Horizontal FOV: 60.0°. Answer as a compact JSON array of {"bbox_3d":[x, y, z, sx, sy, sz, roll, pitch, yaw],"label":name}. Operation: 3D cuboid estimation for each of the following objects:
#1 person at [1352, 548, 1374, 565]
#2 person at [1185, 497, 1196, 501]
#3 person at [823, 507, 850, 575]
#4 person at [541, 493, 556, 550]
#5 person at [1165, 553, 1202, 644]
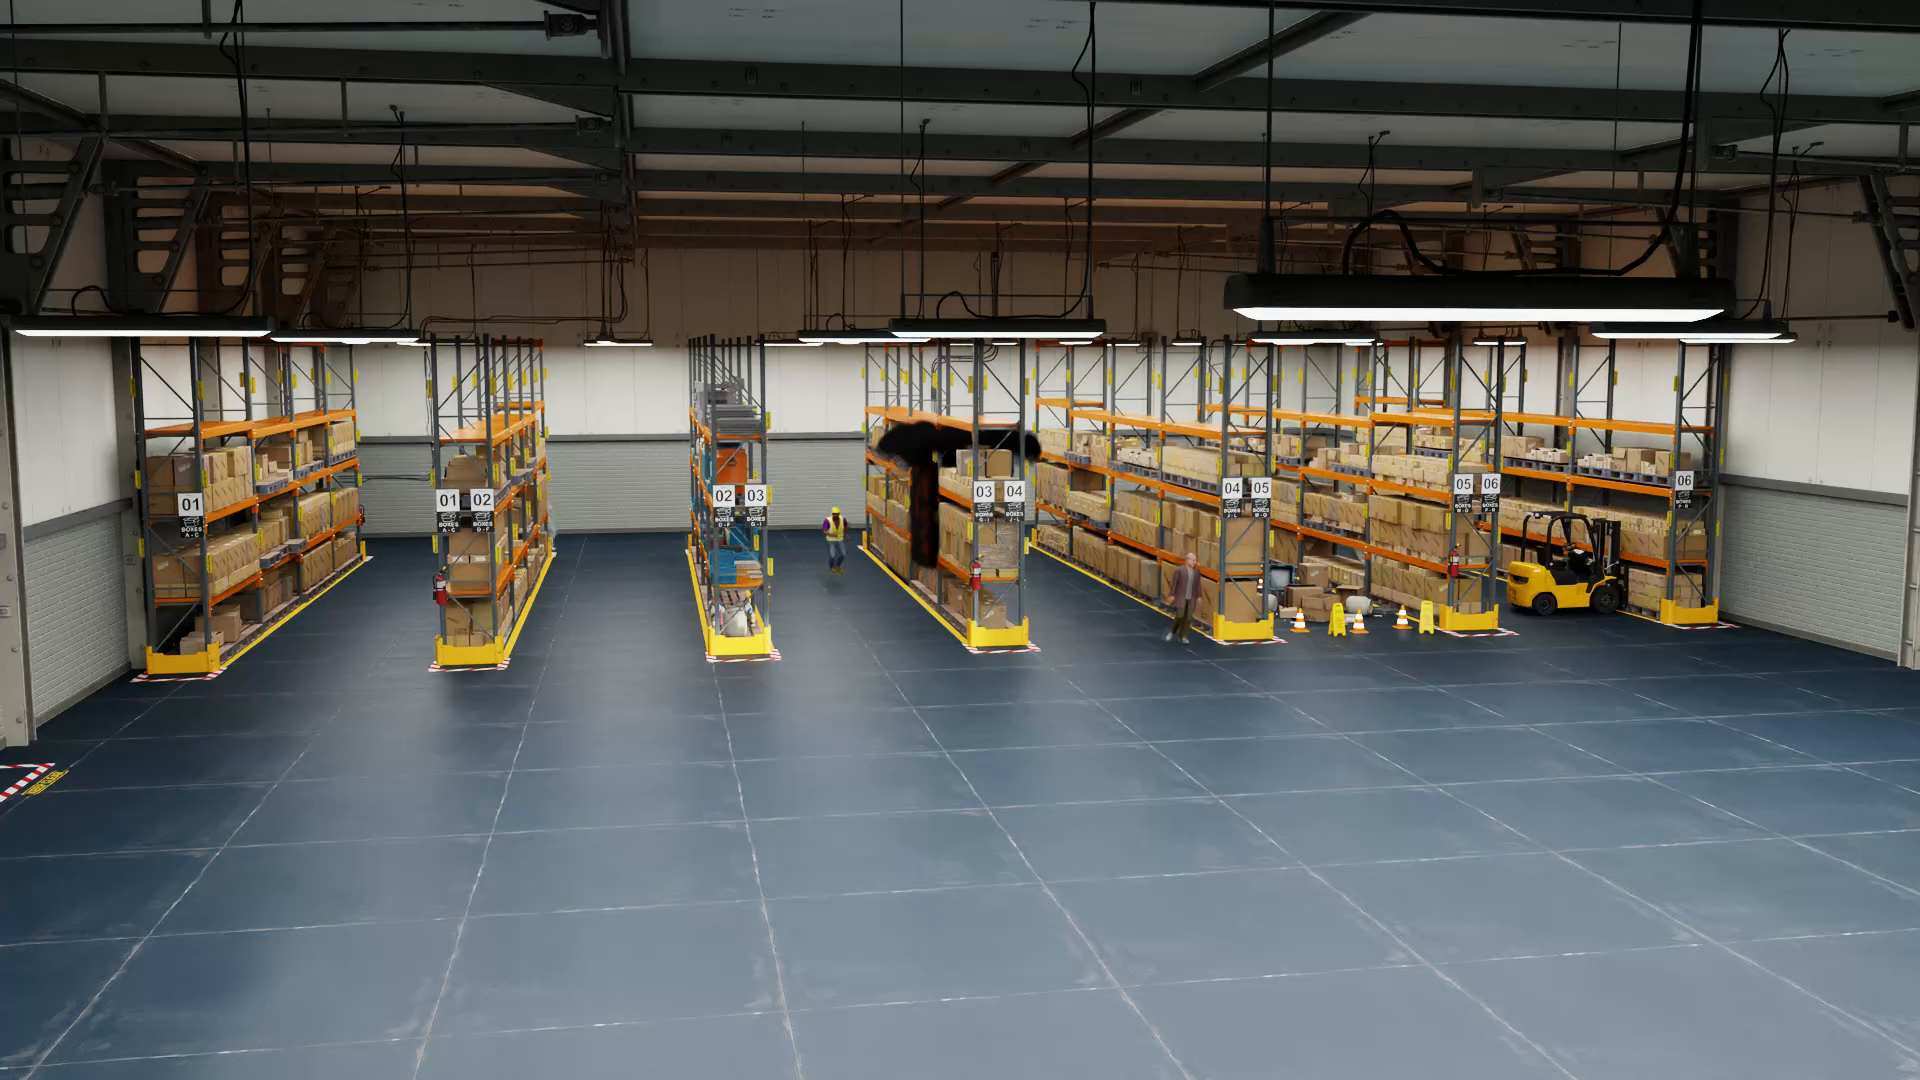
[{"bbox_3d":[10.569,-0.105,43.417,0.618,1.703,0.983,-2,7,-17],"label":"person"},{"bbox_3d":[7.193,-0.966,50.632,0.855,1.825,0.688,-2,7,-16],"label":"person"},{"bbox_3d":[-3.001,0.022,40.352,0.722,1.682,0.839,-2,7,-20],"label":"person"},{"bbox_3d":[-11.925,-0.545,47.692,0.843,1.646,0.549,4,7,29],"label":"person"},{"bbox_3d":[4.355,1.123,32.297,0.703,1.757,0.530,-2,7,-19],"label":"person"}]
